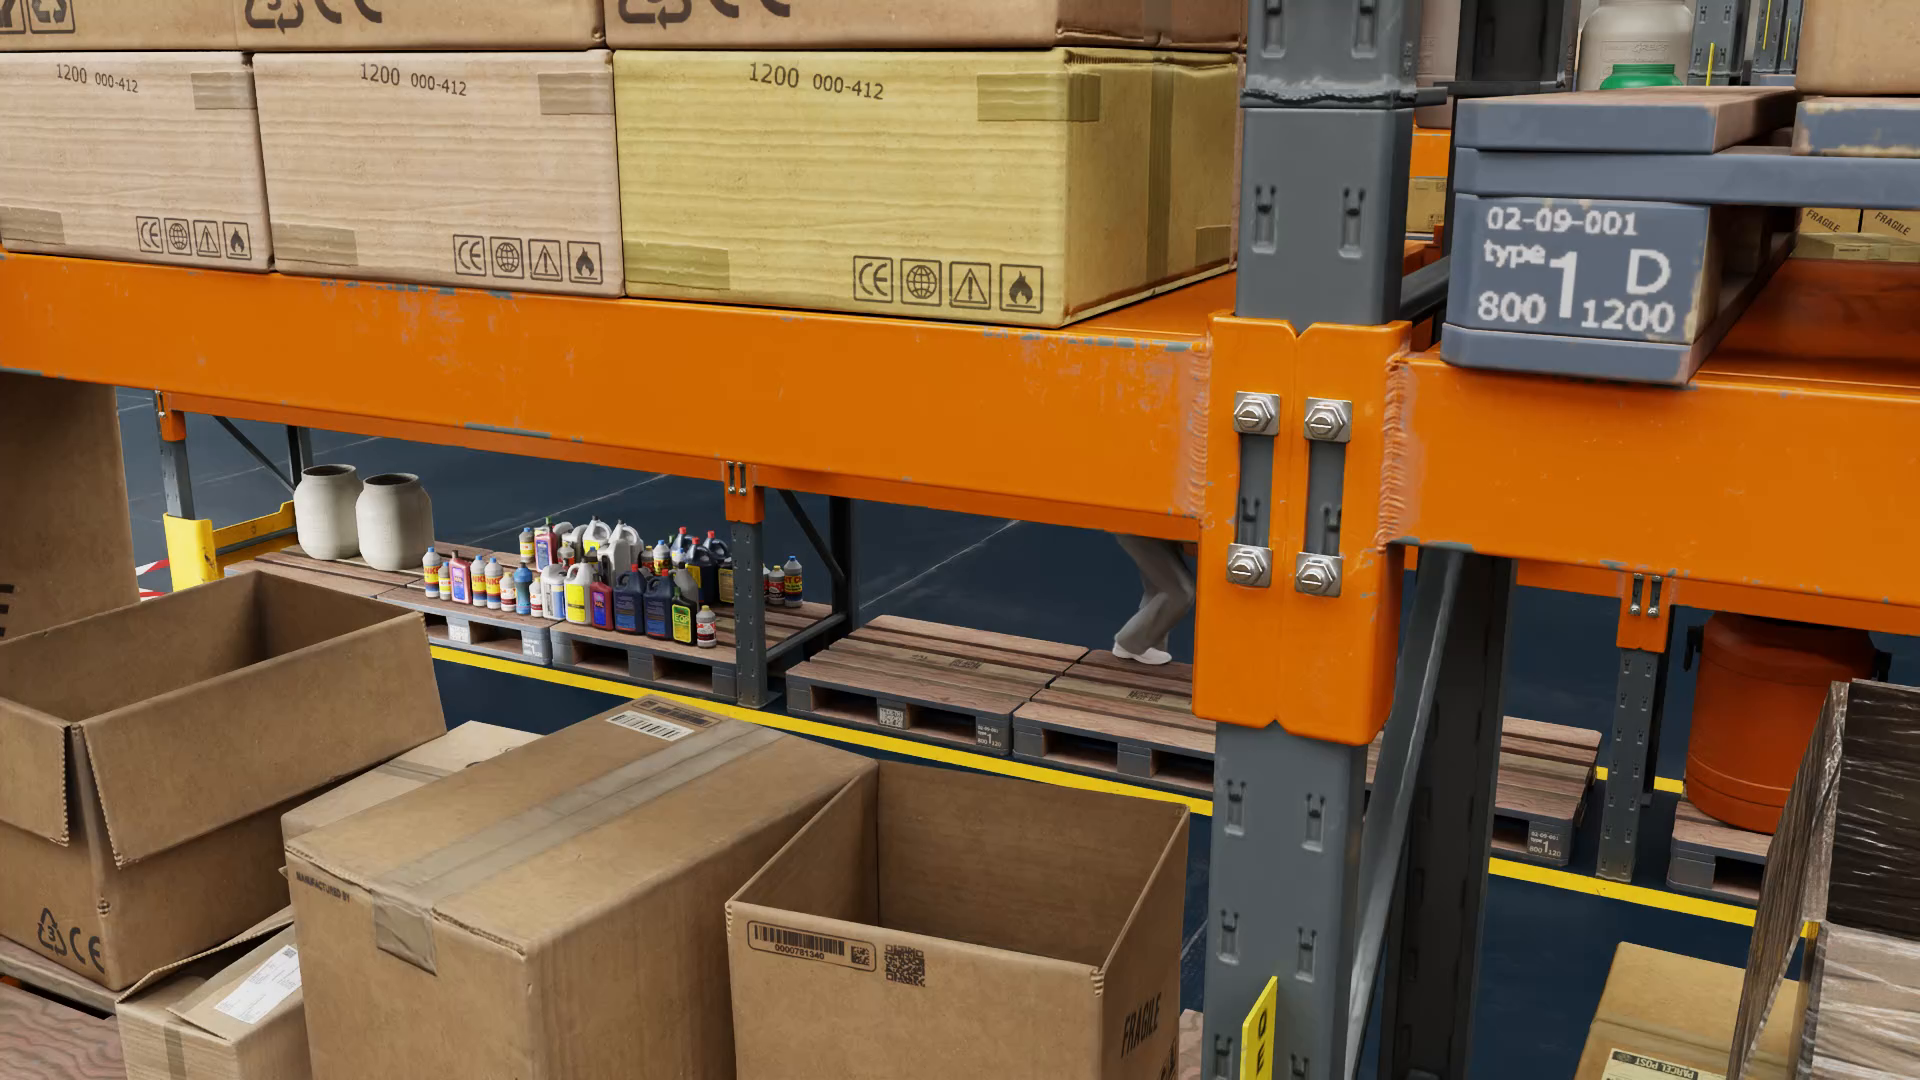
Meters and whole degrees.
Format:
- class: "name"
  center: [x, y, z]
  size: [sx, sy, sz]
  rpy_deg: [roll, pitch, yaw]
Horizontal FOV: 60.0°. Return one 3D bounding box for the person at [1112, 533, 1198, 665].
- class: "person"
  center: [1.006, -0.018, 8.145]
  size: [0.516, 1.653, 0.439]
  rpy_deg: [7, 17, 25]
